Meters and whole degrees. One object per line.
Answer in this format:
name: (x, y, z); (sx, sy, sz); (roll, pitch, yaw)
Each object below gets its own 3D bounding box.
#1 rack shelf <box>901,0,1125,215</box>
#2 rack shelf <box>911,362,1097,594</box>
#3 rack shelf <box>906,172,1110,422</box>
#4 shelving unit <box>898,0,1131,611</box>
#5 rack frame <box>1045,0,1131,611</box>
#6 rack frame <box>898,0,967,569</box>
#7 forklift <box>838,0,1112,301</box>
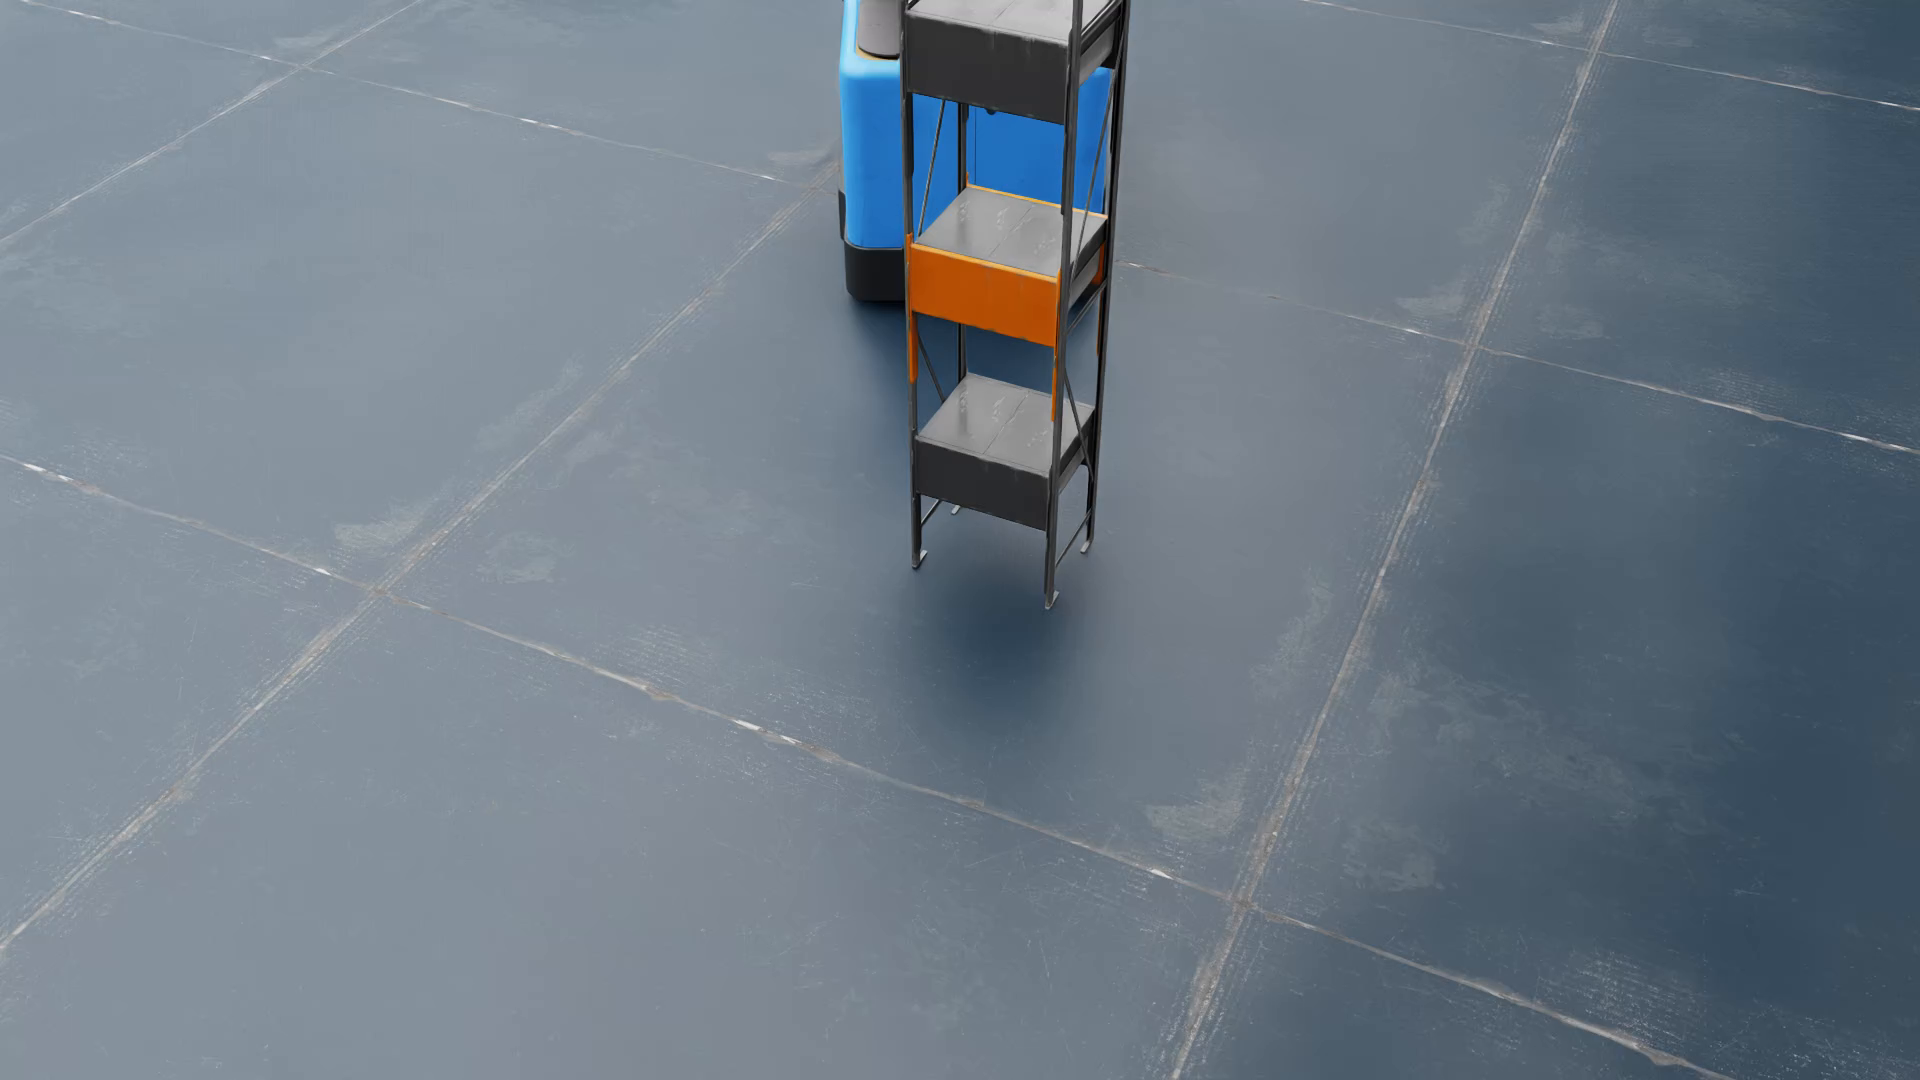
rack shelf: (0.150, -1.266, 4.560); (0.480, 0.518, 0.431); (17, 44, 19)
rack shelf: (0.150, -0.208, 5.477); (0.480, 0.518, 0.431); (17, 44, 19)
rack shelf: (0.150, -0.737, 5.018); (0.480, 0.518, 0.431); (17, 44, 19)
shelving unit: (0.150, -0.748, 5.009); (0.503, 2.100, 0.431); (17, 44, 19)
rack frame: (0.371, -0.680, 4.931); (0.015, 2.100, 0.400); (17, 44, 19)
rack frame: (-0.071, -0.815, 5.087); (0.015, 2.100, 0.400); (17, 44, 19)
forklift: (0.034, -3.021, 6.998); (1.130, 2.935, 3.031); (-1, 41, -1)
